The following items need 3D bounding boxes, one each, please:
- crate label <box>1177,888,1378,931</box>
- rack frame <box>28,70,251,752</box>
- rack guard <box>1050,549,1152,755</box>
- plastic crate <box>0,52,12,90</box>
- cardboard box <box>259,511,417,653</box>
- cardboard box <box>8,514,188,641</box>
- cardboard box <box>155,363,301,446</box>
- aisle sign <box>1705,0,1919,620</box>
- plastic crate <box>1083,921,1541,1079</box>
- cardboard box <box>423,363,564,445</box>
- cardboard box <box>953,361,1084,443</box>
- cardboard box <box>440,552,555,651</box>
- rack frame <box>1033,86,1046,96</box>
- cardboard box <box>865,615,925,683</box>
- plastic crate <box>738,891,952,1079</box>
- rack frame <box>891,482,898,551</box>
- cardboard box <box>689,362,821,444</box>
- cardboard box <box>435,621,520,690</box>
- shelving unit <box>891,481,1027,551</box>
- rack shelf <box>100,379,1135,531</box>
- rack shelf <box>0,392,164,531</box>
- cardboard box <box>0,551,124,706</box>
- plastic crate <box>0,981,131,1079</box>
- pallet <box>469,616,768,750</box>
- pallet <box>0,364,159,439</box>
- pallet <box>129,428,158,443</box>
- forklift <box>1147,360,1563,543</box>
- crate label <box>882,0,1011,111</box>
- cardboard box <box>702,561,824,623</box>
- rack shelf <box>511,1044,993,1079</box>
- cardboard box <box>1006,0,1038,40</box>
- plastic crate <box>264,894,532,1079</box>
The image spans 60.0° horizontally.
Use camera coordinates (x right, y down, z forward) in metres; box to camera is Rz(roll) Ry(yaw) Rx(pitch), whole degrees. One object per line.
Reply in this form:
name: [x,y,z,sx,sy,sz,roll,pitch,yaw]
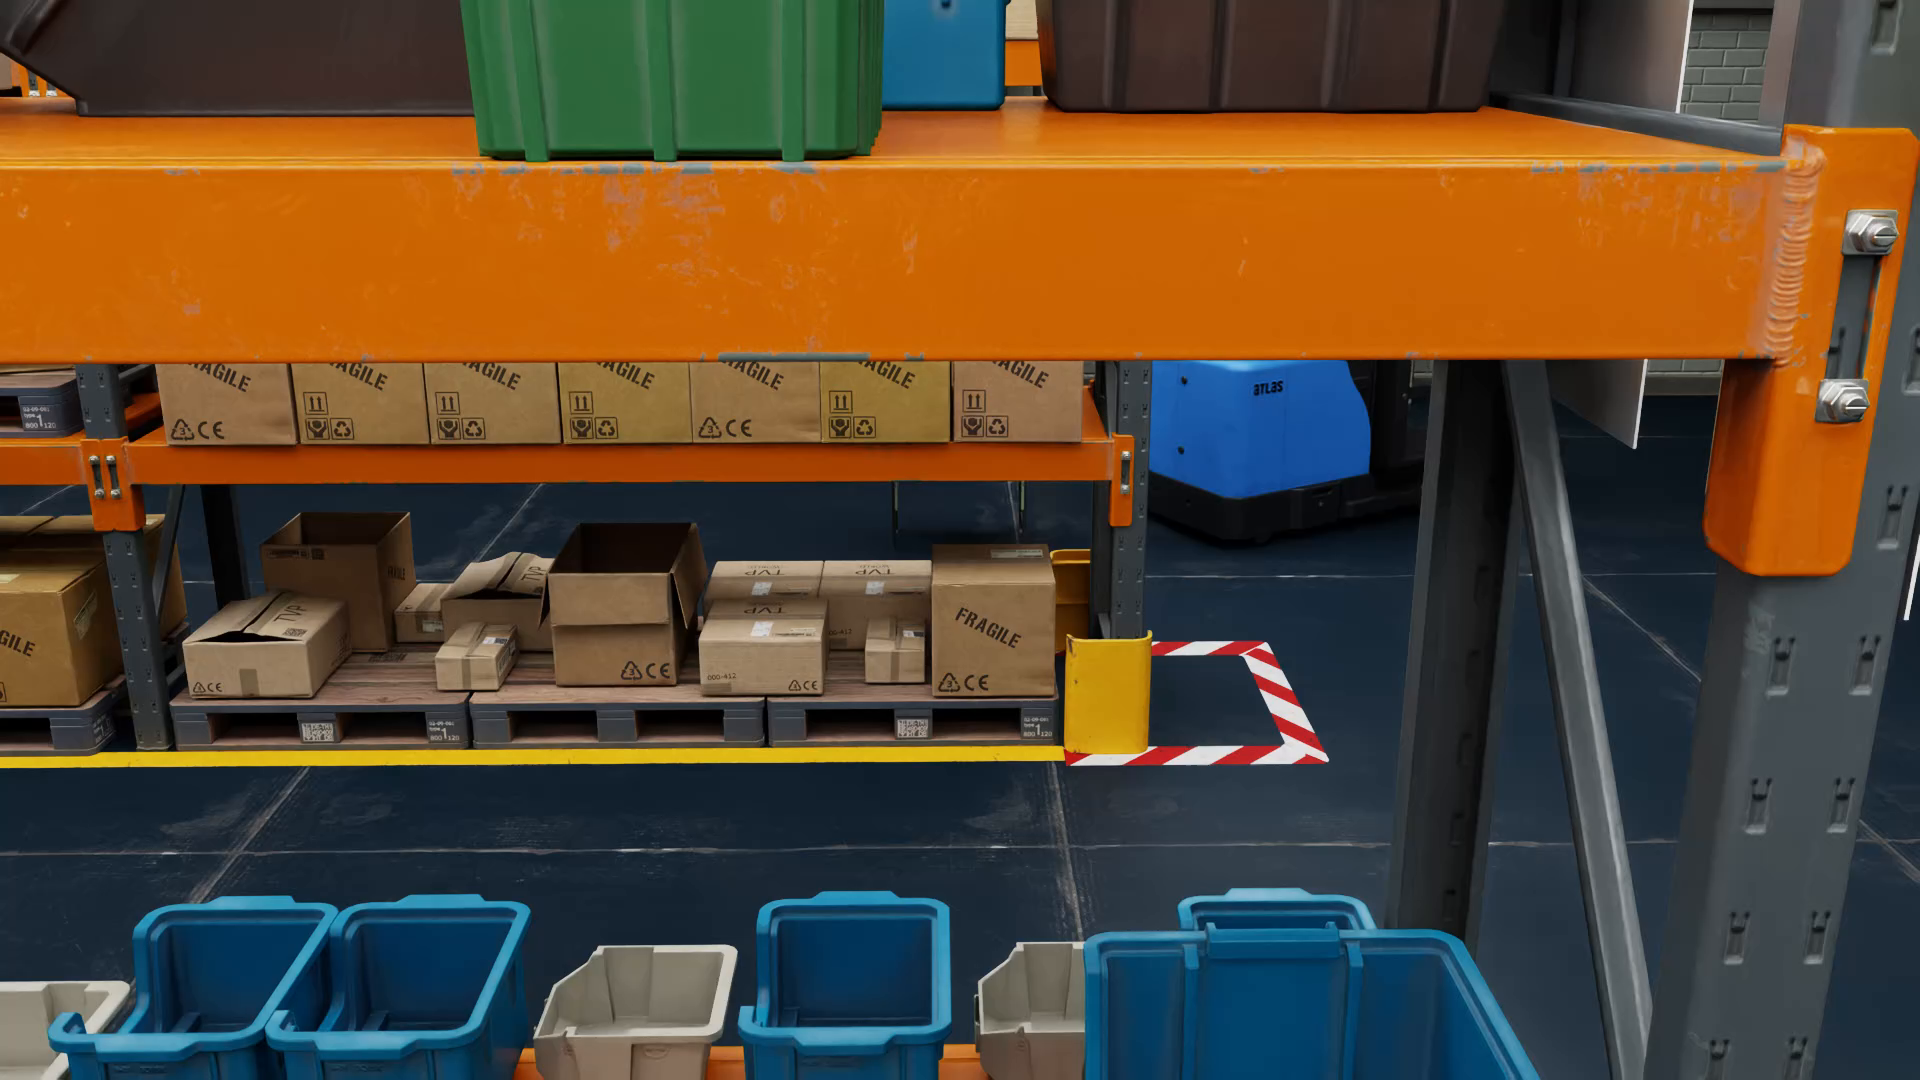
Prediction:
crate label: [0.494,0.735,2.520,0.303,0.233,0.416,0,18,-1]
rack frame: [-3.327,-0.710,6.850,0.127,3.000,1.000,0,18,-1]
rack guard: [0.596,0.461,7.291,0.348,0.500,1.175,0,18,-1]
plastic crate: [-1.474,-0.672,2.015,0.530,0.282,0.437,0,18,-1]
cardboard box: [-2.762,0.181,7.443,0.500,0.500,0.500,0,18,-1]
cardboard box: [-3.815,0.199,7.390,0.500,0.500,0.500,-1,18,-3]
cardboard box: [-2.813,-0.677,6.583,0.500,0.500,0.500,0,18,1]
aisle sign: [0.823,-0.365,1.519,0.004,0.787,0.394,0,18,-1]
plastic crate: [0.415,0.797,1.997,0.499,0.435,0.616,0,18,-1]
cardboard box: [-1.801,-0.682,6.599,0.500,0.500,0.500,0,18,-1]
cardboard box: [0.229,-0.692,6.629,0.500,0.500,0.500,0,18,1]
cardboard box: [-2.012,0.268,7.484,0.500,0.311,0.500,0,18,-1]
rack frame: [0.590,-2.242,11.627,0.127,3.000,1.000,0,18,-1]
cardboard box: [-0.274,0.463,7.113,0.250,0.166,0.380,0,18,-1]
plastic crate: [-0.164,0.739,2.510,0.300,0.233,0.416,0,18,-1]
rack frame: [-0.373,-0.712,9.313,0.023,1.500,0.400,0,18,-1]
cardboard box: [-0.789,-0.687,6.616,0.500,0.500,0.500,0,18,0]
cardboard box: [-2.040,0.486,7.039,0.250,0.166,0.380,0,18,-1]
shelving unit: [-0.007,-0.714,9.318,0.755,1.500,0.431,0,18,-1]
rack shelf: [-1.328,-0.377,6.990,4.000,0.370,1.077,0,18,-1]
rack shelf: [-5.327,-0.358,6.930,4.000,0.370,1.077,0,18,-1]
cardboard box: [-3.816,0.361,6.885,0.500,0.500,0.500,0,18,-1]
plastic crate: [-1.517,0.800,2.478,0.466,0.136,0.293,0,18,-1]
pallet: [-1.418,0.608,7.307,1.213,0.211,1.003,0,18,-1]
pallet: [-4.128,-0.648,6.971,1.213,0.211,1.003,0,18,-1]
pallet: [-5.403,-0.862,11.888,1.213,0.211,1.003,0,18,-1]
forklift: [2.506,-1.697,10.039,3.031,2.935,1.130,-11,21,-31]
crate label: [-0.181,-0.668,2.053,0.502,0.251,0.408,0,18,-1]
cardboard box: [-0.876,0.291,7.510,0.500,0.250,0.500,0,18,-1]
rack shelf: [-1.253,1.136,2.274,4.000,0.370,1.077,0,18,-1]
cardboard box: [0.163,-2.003,6.216,0.500,0.250,0.500,0,18,-1]
plastic crate: [-0.822,0.742,2.501,0.300,0.233,0.416,0,18,-1]
